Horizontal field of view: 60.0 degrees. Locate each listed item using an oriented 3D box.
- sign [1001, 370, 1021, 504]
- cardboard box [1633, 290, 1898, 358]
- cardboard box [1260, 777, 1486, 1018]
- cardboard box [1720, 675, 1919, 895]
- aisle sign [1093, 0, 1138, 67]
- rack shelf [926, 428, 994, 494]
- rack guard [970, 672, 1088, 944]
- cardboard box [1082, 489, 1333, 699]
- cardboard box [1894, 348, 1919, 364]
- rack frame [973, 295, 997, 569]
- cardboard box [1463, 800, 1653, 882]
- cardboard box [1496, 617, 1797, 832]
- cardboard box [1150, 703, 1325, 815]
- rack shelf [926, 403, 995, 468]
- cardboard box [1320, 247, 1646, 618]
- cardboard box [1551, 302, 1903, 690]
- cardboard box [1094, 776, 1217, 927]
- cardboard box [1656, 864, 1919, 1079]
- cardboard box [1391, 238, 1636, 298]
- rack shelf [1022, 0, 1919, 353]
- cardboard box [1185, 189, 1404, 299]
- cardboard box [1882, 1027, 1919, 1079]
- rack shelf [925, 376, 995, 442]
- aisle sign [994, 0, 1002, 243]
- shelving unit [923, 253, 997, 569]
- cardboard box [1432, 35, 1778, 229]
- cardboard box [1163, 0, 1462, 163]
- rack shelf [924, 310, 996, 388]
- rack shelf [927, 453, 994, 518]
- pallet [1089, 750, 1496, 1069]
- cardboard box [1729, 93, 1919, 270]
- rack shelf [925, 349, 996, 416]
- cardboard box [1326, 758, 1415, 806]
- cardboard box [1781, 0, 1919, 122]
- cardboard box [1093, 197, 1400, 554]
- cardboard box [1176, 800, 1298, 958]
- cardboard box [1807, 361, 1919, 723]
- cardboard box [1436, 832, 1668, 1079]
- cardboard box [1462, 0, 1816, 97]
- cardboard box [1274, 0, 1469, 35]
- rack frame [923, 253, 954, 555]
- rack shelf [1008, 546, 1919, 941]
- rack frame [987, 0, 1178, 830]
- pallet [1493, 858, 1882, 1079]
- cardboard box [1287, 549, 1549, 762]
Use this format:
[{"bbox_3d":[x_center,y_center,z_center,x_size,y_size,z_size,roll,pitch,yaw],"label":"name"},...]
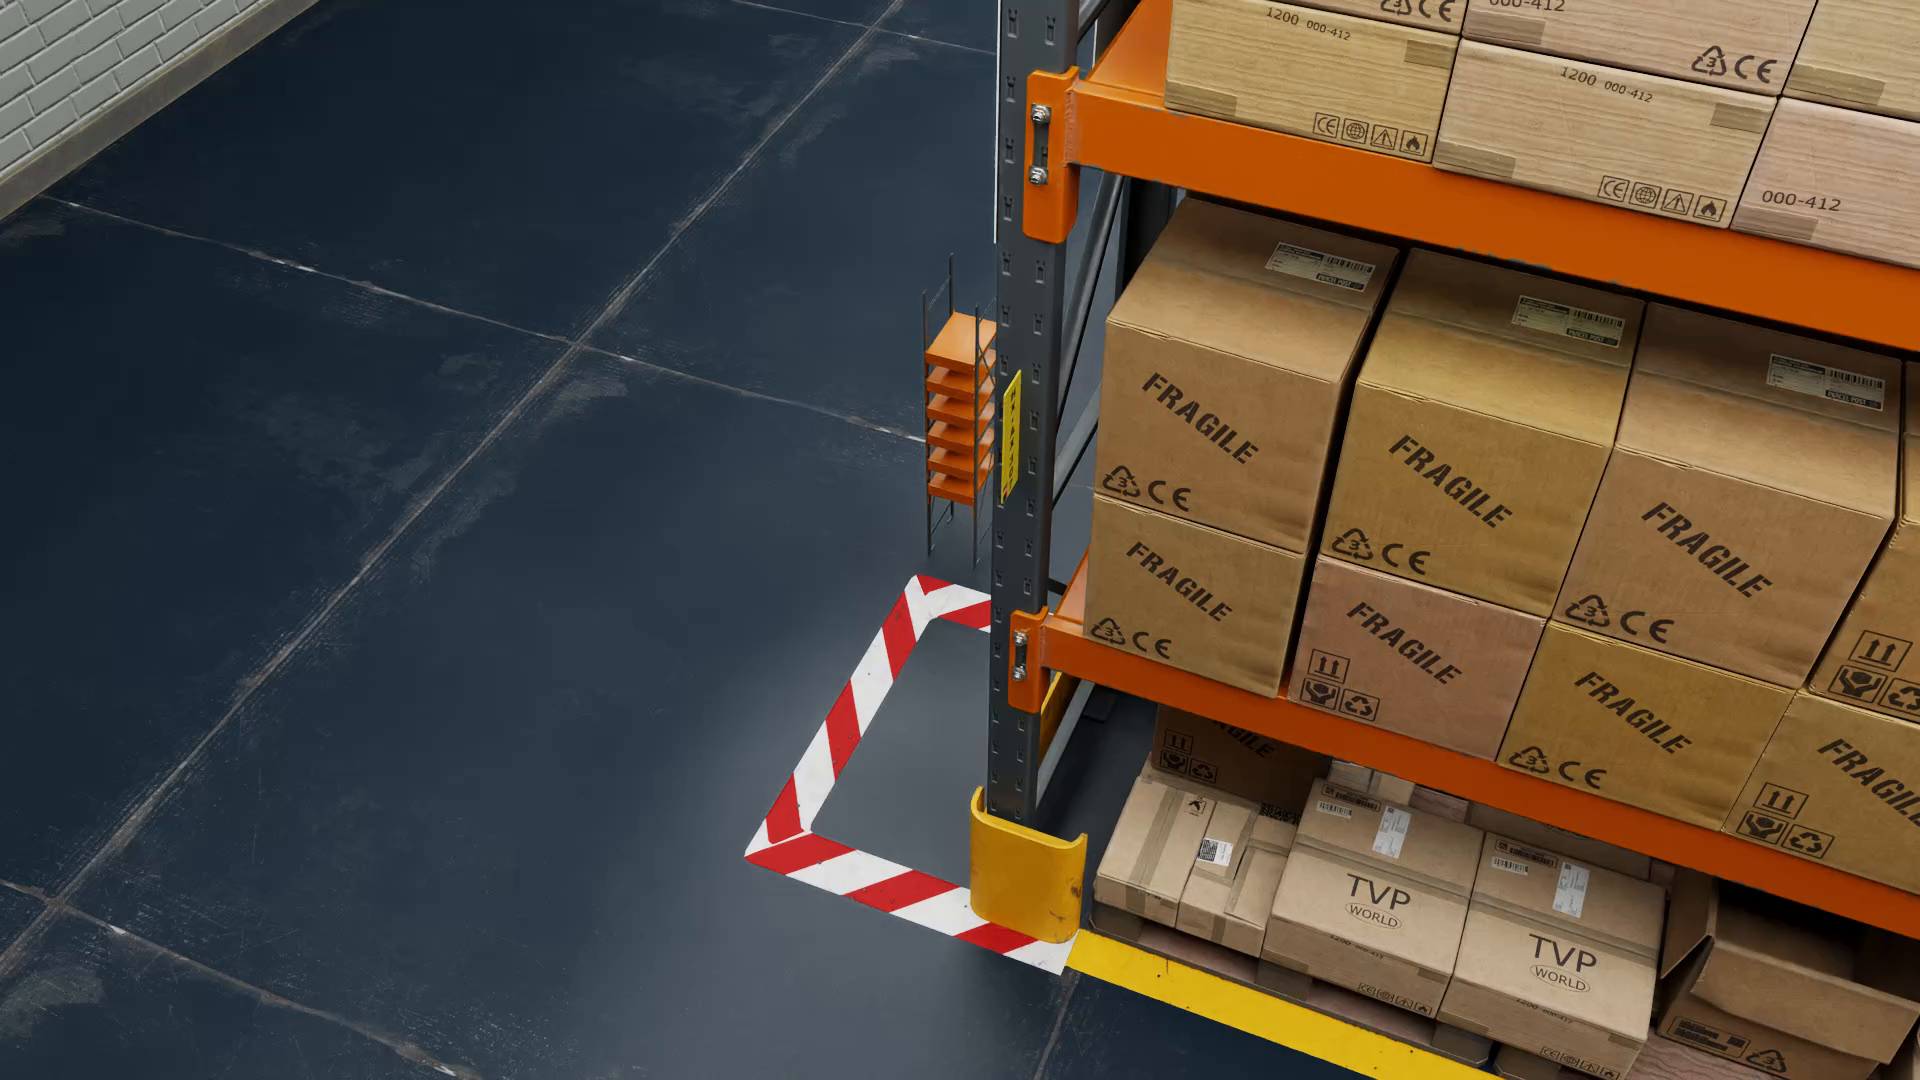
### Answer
[{"bbox_3d":[0.116,-0.230,3.741,0.005,0.325,0.100,16,47,16],"label":"sign"},{"bbox_3d":[1.788,-0.450,3.796,0.500,0.500,0.500,18,47,17],"label":"cardboard box"},{"bbox_3d":[1.179,1.011,4.745,0.500,0.250,0.500,16,47,16],"label":"cardboard box"},{"bbox_3d":[2.034,0.392,3.658,0.500,0.500,0.500,17,47,16],"label":"cardboard box"},{"bbox_3d":[0.380,-1.416,3.703,0.004,0.787,0.394,16,47,16],"label":"aisle sign"},{"bbox_3d":[0.013,-0.305,5.939,0.180,0.103,0.258,16,47,16],"label":"rack shelf"},{"bbox_3d":[0.395,0.631,5.262,0.348,0.500,1.175,16,47,16],"label":"rack guard"},{"bbox_3d":[0.633,-0.020,4.072,0.500,0.500,0.500,17,47,17],"label":"cardboard box"},{"bbox_3d":[2.262,-0.310,3.655,0.500,0.500,0.500,18,48,17],"label":"cardboard box"},{"bbox_3d":[0.098,-0.397,5.798,0.006,1.200,0.240,16,47,16],"label":"rack frame"},{"bbox_3d":[1.786,0.807,4.949,0.500,0.250,0.500,16,47,16],"label":"cardboard box"},{"bbox_3d":[1.573,0.255,3.796,0.500,0.500,0.500,16,47,16],"label":"cardboard box"},{"bbox_3d":[0.921,0.441,5.140,0.500,0.500,0.500,16,47,16],"label":"cardboard box"},{"bbox_3d":[0.013,-0.390,5.854,0.180,0.103,0.258,16,47,16],"label":"rack shelf"},{"bbox_3d":[1.118,-0.237,3.582,0.500,0.500,0.500,17,47,16],"label":"cardboard box"},{"bbox_3d":[1.578,-0.098,3.442,0.500,0.500,0.500,17,47,16],"label":"cardboard box"},{"bbox_3d":[0.579,0.916,4.912,0.250,0.149,0.380,16,47,16],"label":"cardboard box"},{"bbox_3d":[2.280,1.032,4.544,0.637,0.503,0.797,16,47,16],"label":"cardboard box"},{"bbox_3d":[1.308,-0.588,3.934,0.500,0.500,0.500,18,47,17],"label":"cardboard box"},{"bbox_3d":[2.170,-0.541,3.051,4.000,0.370,1.077,16,47,16],"label":"rack shelf"},{"bbox_3d":[0.841,-0.724,4.071,0.500,0.500,0.500,16,47,15],"label":"cardboard box"},{"bbox_3d":[2.689,1.433,4.277,0.500,0.311,0.500,16,47,16],"label":"cardboard box"},{"bbox_3d":[0.013,-0.475,5.770,0.180,0.103,0.258,16,47,16],"label":"rack shelf"},{"bbox_3d":[0.149,-1.025,3.311,0.004,0.787,0.394,16,47,16],"label":"aisle sign"},{"bbox_3d":[0.013,-0.421,5.823,0.189,1.200,0.258,16,47,16],"label":"shelving unit"},{"bbox_3d":[1.157,-0.837,2.944,0.500,0.250,0.500,16,47,16],"label":"cardboard box"},{"bbox_3d":[0.701,-0.981,3.089,0.500,0.250,0.500,16,47,16],"label":"cardboard box"},{"bbox_3d":[0.013,-0.645,5.600,0.180,0.103,0.258,16,47,16],"label":"rack shelf"},{"bbox_3d":[0.013,-0.220,6.023,0.180,0.103,0.258,16,47,16],"label":"rack shelf"},{"bbox_3d":[1.131,0.949,5.147,1.213,0.211,1.003,16,47,16],"label":"pallet"},{"bbox_3d":[1.619,-0.703,2.809,0.500,0.250,0.500,16,47,16],"label":"cardboard box"},{"bbox_3d":[0.013,-0.560,5.685,0.180,0.103,0.258,16,47,16],"label":"rack shelf"},{"bbox_3d":[1.260,0.728,5.088,0.250,0.166,0.380,16,47,16],"label":"cardboard box"},{"bbox_3d":[1.621,-0.883,2.636,0.500,0.250,0.500,16,47,16],"label":"cardboard box"},{"bbox_3d":[0.633,-0.374,3.719,0.500,0.500,0.500,18,48,17],"label":"cardboard box"},{"bbox_3d":[0.809,0.977,4.838,0.250,0.166,0.380,16,47,16],"label":"cardboard box"},{"bbox_3d":[2.047,0.039,3.304,0.500,0.500,0.500,16,47,15],"label":"cardboard box"},{"bbox_3d":[1.640,1.146,4.609,0.500,0.250,0.500,16,47,16],"label":"cardboard box"},{"bbox_3d":[1.157,-1.014,2.768,0.500,0.250,0.500,16,47,16],"label":"cardboard box"},{"bbox_3d":[0.698,-1.155,2.909,0.500,0.250,0.500,16,47,16],"label":"cardboard box"},{"bbox_3d":[-0.071,-0.446,5.848,0.006,1.200,0.240,16,47,16],"label":"rack frame"},{"bbox_3d":[2.170,0.522,4.109,4.000,0.370,1.077,16,47,16],"label":"rack shelf"},{"bbox_3d":[0.325,-0.276,4.401,0.127,3.000,1.000,16,47,16],"label":"rack frame"},{"bbox_3d":[2.253,1.281,4.813,1.213,0.211,1.003,16,47,16],"label":"pallet"},{"bbox_3d":[1.111,0.117,3.935,0.500,0.500,0.500,16,47,15],"label":"cardboard box"}]
